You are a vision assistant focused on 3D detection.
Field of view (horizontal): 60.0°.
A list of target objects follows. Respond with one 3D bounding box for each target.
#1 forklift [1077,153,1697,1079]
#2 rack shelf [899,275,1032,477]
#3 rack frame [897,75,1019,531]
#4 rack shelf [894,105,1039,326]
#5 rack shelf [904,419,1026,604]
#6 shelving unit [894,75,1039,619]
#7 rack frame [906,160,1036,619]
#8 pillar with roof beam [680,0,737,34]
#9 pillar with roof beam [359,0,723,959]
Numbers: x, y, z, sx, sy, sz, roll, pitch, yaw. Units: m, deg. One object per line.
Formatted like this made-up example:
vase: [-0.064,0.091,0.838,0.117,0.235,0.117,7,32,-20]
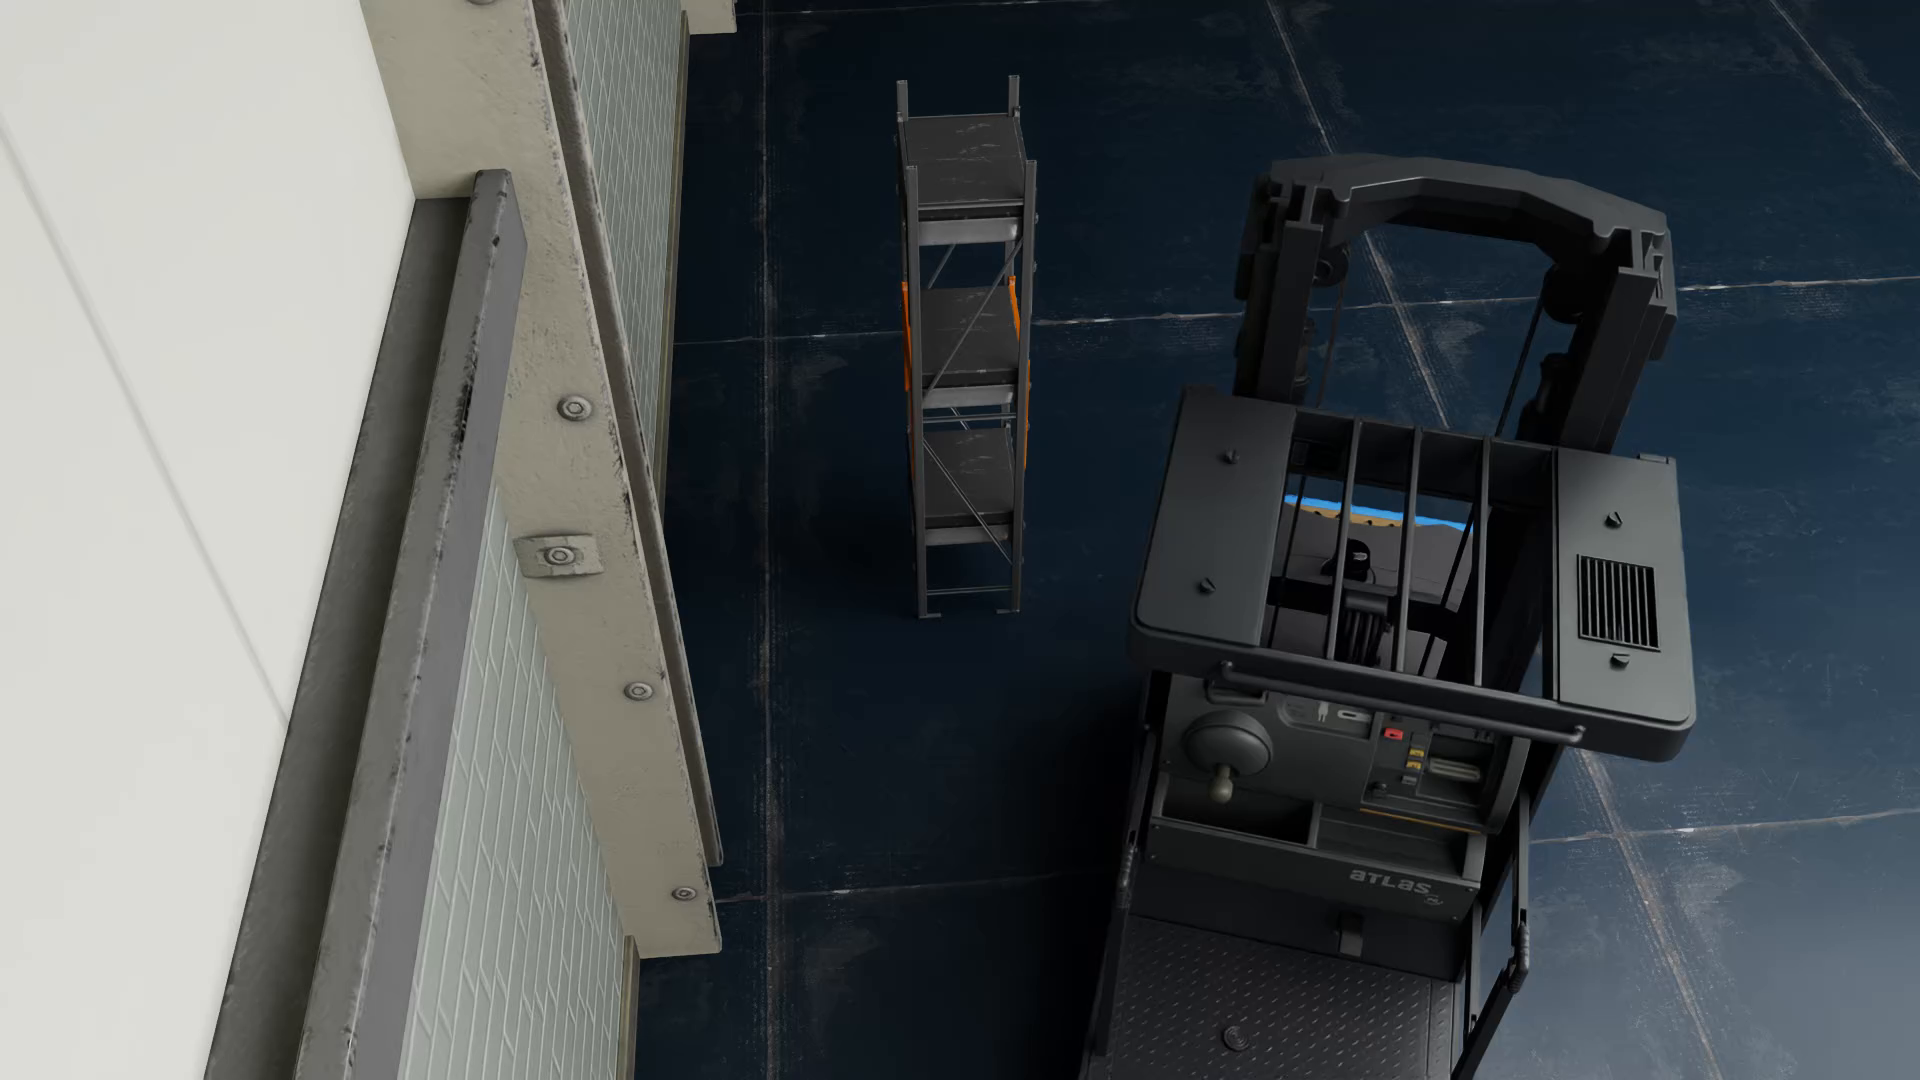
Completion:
forklift: [0.964,0.651,4.252,1.130,2.935,3.031,10,47,9]
rack shelf: [0.014,-0.593,6.021,0.431,0.518,0.480,-3,47,-3]
rack frame: [-0.007,-0.779,6.178,0.400,2.100,0.015,-3,47,-3]
rack shelf: [0.014,-1.074,5.512,0.431,0.518,0.480,-3,47,-3]
rack shelf: [0.014,-0.112,6.529,0.431,0.518,0.480,-3,47,-3]
shelving unit: [0.014,-0.602,6.011,0.431,2.100,0.503,-3,47,-3]
rack frame: [0.034,-0.426,5.844,0.400,2.100,0.015,-3,47,-3]
pillar with roof beam: [2.817,-6.449,6.796,9.100,9.000,0.400,-3,47,-3]
pillar with roof beam: [3.319,-2.108,2.685,9.100,9.000,0.400,-3,47,-3]
